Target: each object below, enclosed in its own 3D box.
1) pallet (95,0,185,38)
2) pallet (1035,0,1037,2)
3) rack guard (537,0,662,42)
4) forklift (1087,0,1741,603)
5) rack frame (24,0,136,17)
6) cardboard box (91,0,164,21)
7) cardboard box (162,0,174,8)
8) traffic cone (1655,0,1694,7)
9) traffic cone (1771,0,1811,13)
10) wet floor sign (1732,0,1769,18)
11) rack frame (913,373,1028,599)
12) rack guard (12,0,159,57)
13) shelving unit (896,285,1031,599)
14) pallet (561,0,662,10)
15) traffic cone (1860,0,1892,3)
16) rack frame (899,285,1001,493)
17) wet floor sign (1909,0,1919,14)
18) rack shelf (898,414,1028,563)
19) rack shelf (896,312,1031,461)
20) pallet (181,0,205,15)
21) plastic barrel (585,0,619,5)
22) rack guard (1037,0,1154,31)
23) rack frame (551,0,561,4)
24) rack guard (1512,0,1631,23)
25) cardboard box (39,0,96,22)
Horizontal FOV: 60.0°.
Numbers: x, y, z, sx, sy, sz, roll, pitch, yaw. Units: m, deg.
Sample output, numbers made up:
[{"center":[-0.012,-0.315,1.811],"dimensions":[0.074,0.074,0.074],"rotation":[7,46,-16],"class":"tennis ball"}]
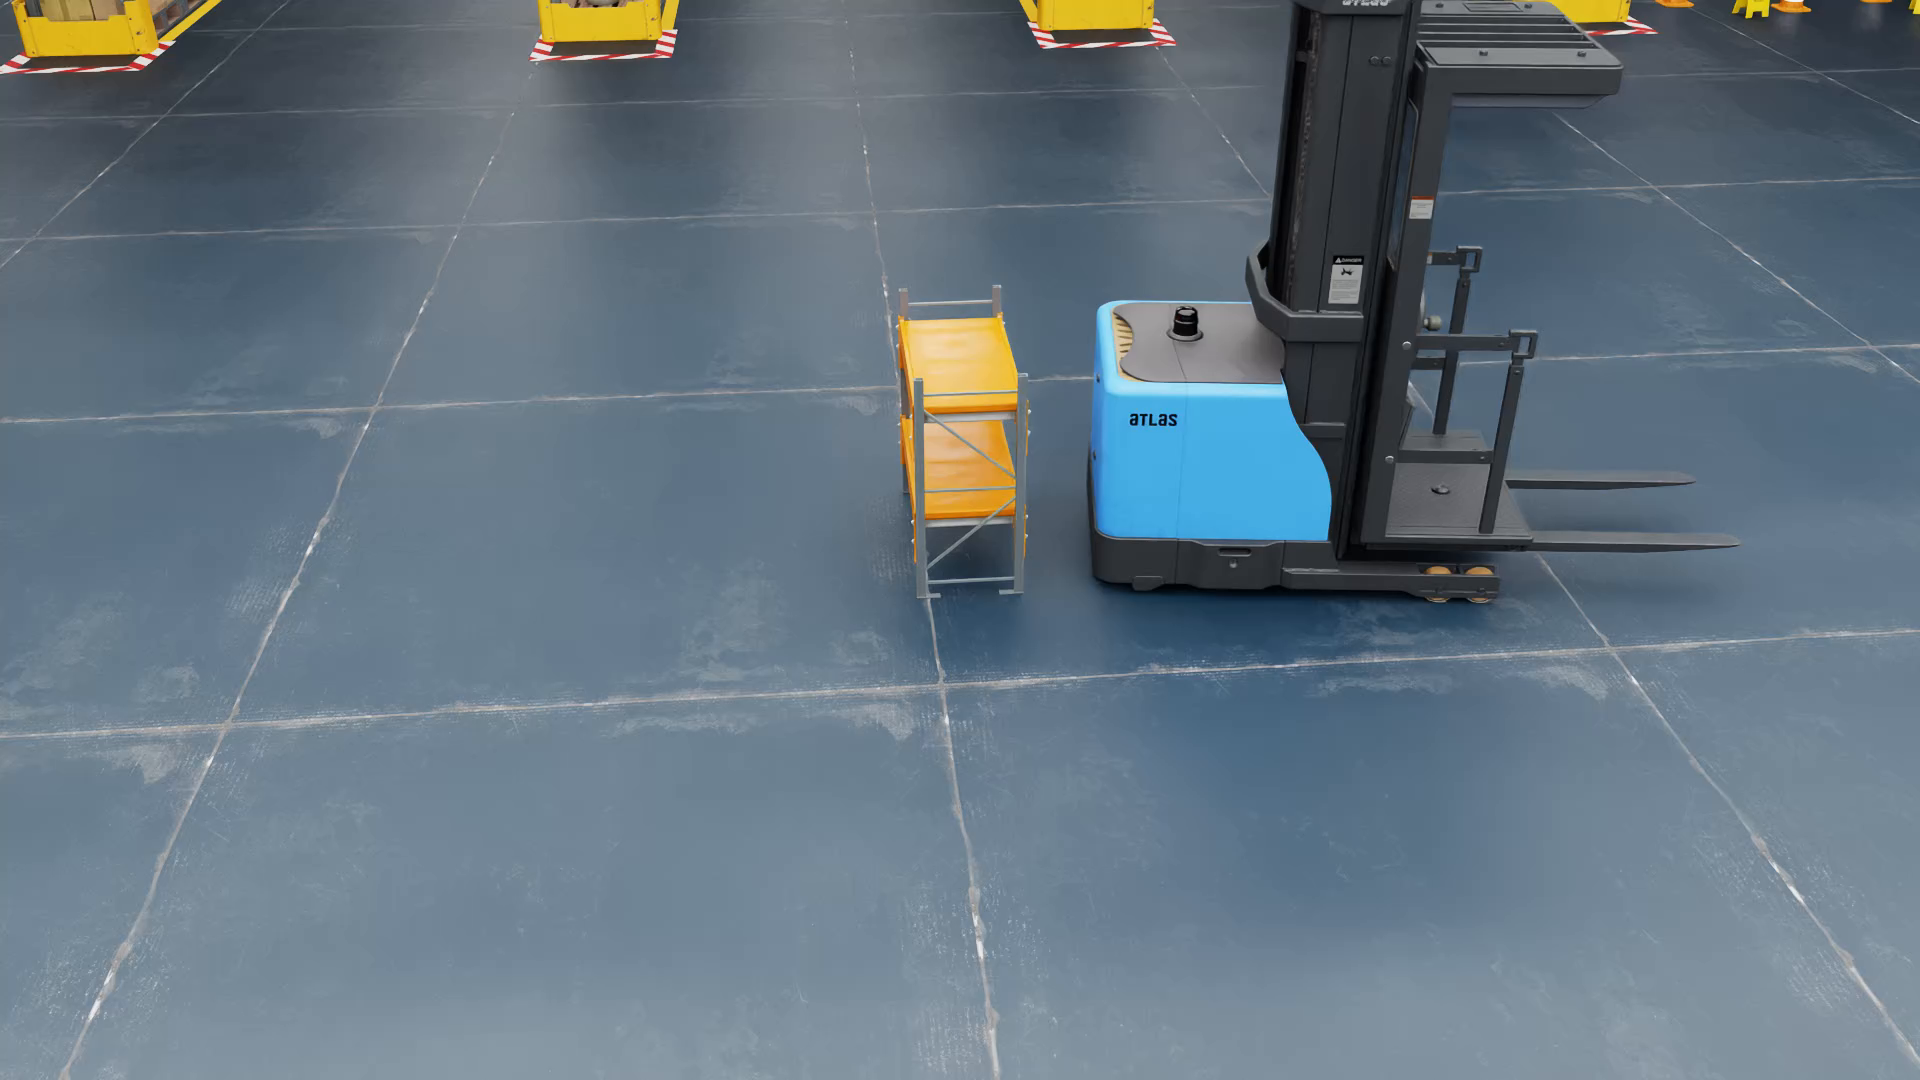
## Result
[{"center":[-8.583,-5.270,16.867],"dimensions":[1.003,0.211,1.213],"rotation":[-3,31,-5],"class":"pallet"},{"center":[1.346,-5.809,17.770],"dimensions":[1.003,0.211,1.213],"rotation":[-3,31,-5],"class":"pallet"},{"center":[-3.591,-5.277,16.598],"dimensions":[1.175,0.500,0.348],"rotation":[-3,31,-5],"class":"rack guard"},{"center":[2.155,-1.242,7.471],"dimensions":[3.031,2.935,1.130],"rotation":[1,31,2],"class":"forklift"},{"center":[-8.469,-6.079,15.502],"dimensions":[1.000,3.000,0.127],"rotation":[-3,31,-5],"class":"rack frame"},{"center":[-8.298,-5.363,16.575],"dimensions":[0.500,0.250,0.500],"rotation":[-3,31,-5],"class":"cardboard box"},{"center":[-8.348,-5.618,17.002],"dimensions":[0.500,0.250,0.500],"rotation":[-3,31,-5],"class":"cardboard box"},{"center":[7.706,-5.987,17.823],"dimensions":[0.336,0.463,0.334],"rotation":[-3,31,-5],"class":"traffic cone"},{"center":[8.863,-5.868,17.623],"dimensions":[0.336,0.463,0.334],"rotation":[-3,31,-5],"class":"traffic cone"},{"center":[8.316,-5.807,17.342],"dimensions":[0.267,0.644,0.232],"rotation":[-8,32,-13],"class":"wet floor sign"},{"center":[0.047,-0.227,7.533],"dimensions":[0.500,1.125,0.032],"rotation":[-3,31,-5],"class":"rack frame"},{"center":[-8.467,-4.993,16.122],"dimensions":[1.175,0.500,0.348],"rotation":[-3,31,-5],"class":"rack guard"},{"center":[-0.001,-0.486,7.967],"dimensions":[0.538,1.125,1.048],"rotation":[-3,31,-5],"class":"shelving unit"},{"center":[-3.662,-5.568,17.367],"dimensions":[1.003,0.211,1.213],"rotation":[-3,31,-5],"class":"pallet"},{"center":[9.936,-6.095,18.003],"dimensions":[0.336,0.463,0.334],"rotation":[-3,31,-5],"class":"traffic cone"},{"center":[-0.048,-0.746,8.402],"dimensions":[0.500,1.125,0.032],"rotation":[-3,31,-5],"class":"rack frame"},{"center":[10.213,-5.867,17.443],"dimensions":[0.267,0.644,0.232],"rotation":[8,32,13],"class":"wet floor sign"},{"center":[-0.001,-0.276,8.093],"dimensions":[0.538,0.278,1.000],"rotation":[-3,31,-5],"class":"rack shelf"},{"center":[-0.001,-0.738,7.817],"dimensions":[0.538,0.278,1.000],"rotation":[-3,31,-5],"class":"rack shelf"},{"center":[-8.693,-5.891,17.907],"dimensions":[1.003,0.211,1.213],"rotation":[-3,31,-5],"class":"pallet"},{"center":[-3.675,-5.759,16.982],"dimensions":[0.421,0.512,0.421],"rotation":[0,31,0],"class":"plastic barrel"},{"center":[1.387,-5.517,16.999],"dimensions":[1.175,0.500,0.348],"rotation":[-3,31,-5],"class":"rack guard"},{"center":[-3.537,-6.314,15.896],"dimensions":[1.000,3.000,0.127],"rotation":[-3,31,-5],"class":"rack frame"},{"center":[6.344,-5.652,17.225],"dimensions":[1.175,0.500,0.348],"rotation":[-3,31,-5],"class":"rack guard"},{"center":[-8.814,-5.338,16.534],"dimensions":[0.500,0.250,0.500],"rotation":[-3,31,-5],"class":"cardboard box"}]
